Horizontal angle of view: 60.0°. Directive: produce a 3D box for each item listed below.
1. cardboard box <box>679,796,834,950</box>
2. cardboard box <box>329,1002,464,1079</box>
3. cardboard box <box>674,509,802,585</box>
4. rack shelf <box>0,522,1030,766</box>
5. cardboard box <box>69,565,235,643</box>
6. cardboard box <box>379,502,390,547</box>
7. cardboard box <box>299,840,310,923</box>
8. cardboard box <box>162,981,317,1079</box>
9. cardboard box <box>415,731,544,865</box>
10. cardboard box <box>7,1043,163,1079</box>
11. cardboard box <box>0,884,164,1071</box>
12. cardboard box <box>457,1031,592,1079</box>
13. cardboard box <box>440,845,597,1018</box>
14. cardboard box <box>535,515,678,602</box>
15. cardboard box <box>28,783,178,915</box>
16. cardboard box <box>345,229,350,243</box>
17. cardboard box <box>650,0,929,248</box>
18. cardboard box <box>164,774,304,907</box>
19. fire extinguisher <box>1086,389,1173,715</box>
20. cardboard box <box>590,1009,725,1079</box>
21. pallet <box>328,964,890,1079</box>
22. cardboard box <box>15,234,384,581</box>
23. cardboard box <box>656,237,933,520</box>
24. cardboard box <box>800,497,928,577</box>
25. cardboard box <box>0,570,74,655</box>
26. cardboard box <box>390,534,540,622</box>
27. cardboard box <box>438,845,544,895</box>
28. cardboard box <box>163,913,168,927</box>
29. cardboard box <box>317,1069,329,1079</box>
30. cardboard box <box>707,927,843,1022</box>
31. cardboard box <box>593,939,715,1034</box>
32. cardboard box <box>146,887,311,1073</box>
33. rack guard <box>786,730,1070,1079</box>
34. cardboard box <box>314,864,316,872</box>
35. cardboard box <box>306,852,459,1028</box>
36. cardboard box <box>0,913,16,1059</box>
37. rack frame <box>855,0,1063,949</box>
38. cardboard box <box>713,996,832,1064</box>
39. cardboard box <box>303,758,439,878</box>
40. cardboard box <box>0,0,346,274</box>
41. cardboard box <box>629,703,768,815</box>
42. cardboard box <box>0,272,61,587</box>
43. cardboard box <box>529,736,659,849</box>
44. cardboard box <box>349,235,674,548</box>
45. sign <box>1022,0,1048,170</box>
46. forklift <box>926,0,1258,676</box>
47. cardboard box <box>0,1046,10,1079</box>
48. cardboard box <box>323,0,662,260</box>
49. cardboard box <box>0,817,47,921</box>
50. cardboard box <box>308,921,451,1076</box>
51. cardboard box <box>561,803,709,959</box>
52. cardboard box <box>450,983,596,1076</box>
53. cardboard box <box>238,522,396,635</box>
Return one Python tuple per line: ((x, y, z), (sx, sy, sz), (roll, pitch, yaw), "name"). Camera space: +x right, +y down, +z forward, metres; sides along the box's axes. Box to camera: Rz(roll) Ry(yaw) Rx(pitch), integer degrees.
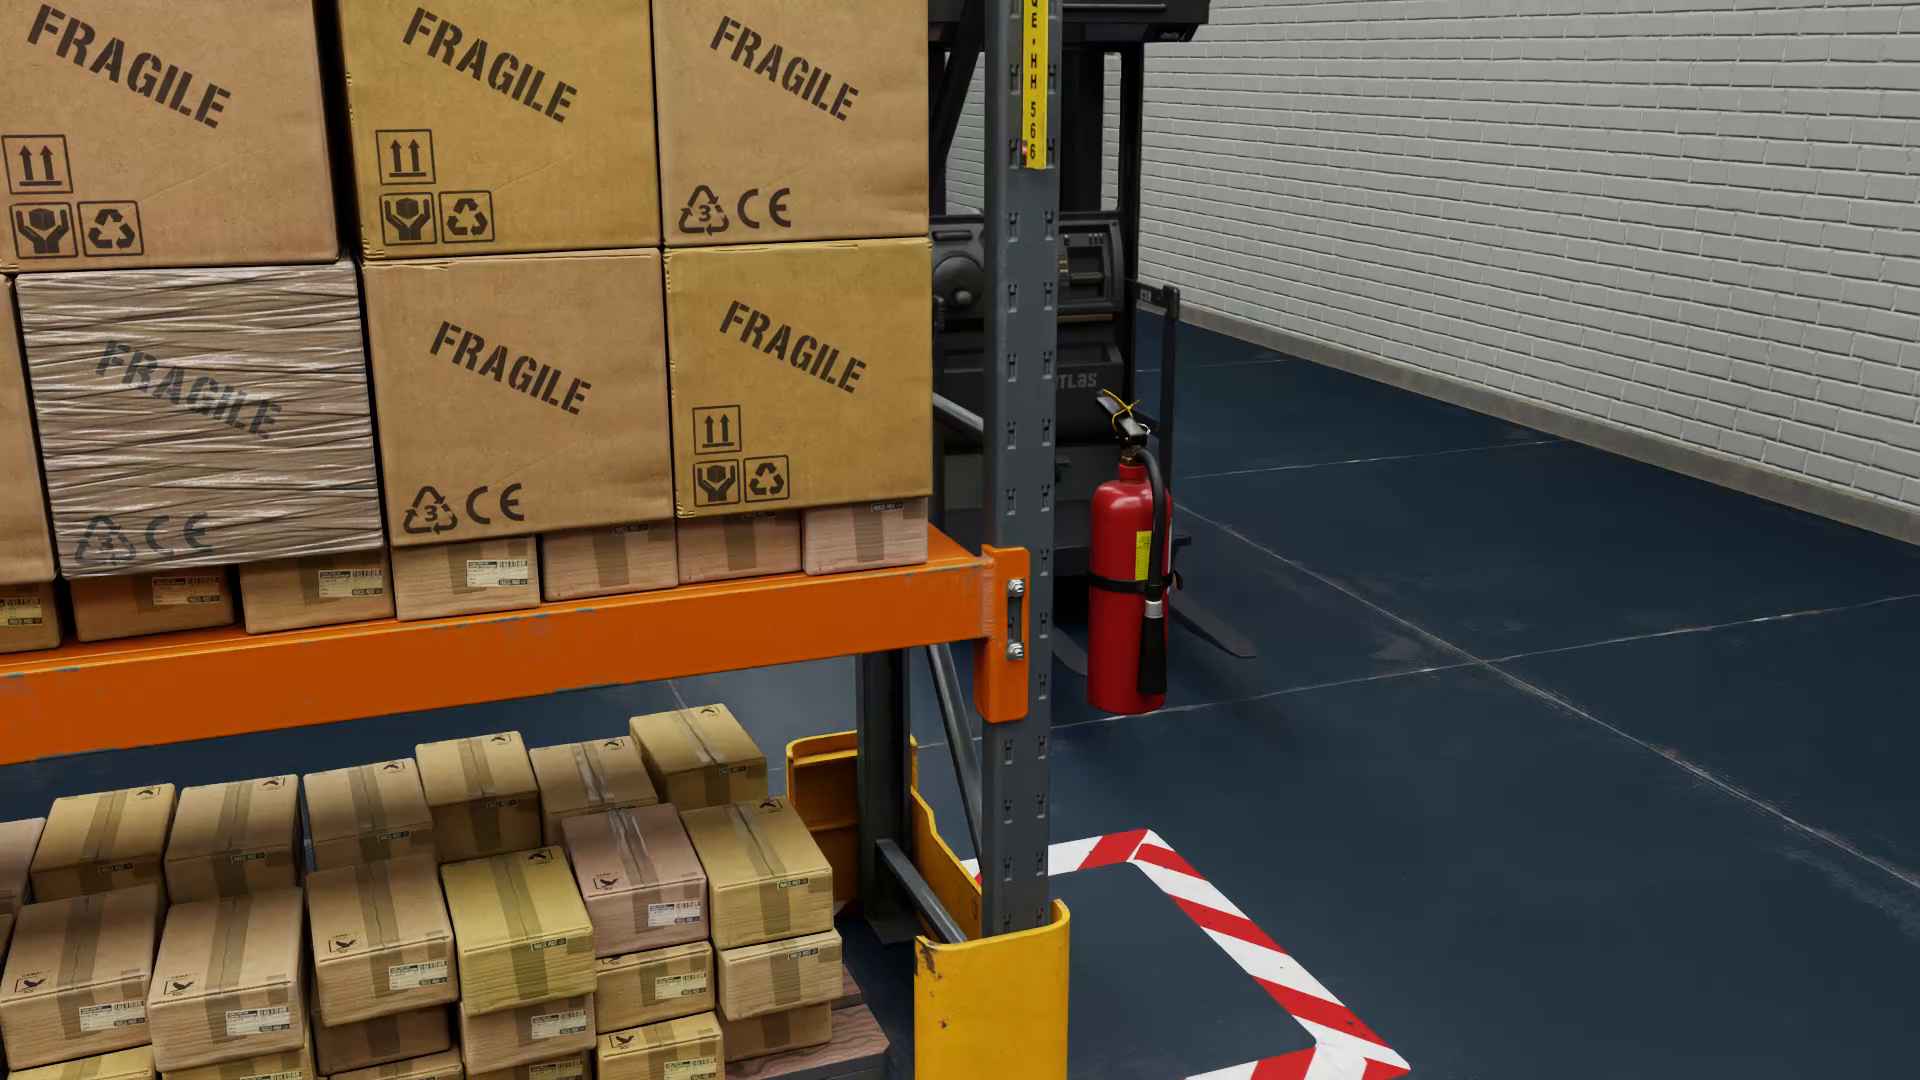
((-0.446, 0.713, 3.604), (0.250, 0.149, 0.380), (-6, 17, -19), "cardboard box")
((-1.167, 1.072, 3.440), (0.250, 0.149, 0.380), (-6, 17, -20), "cardboard box")
((-0.492, -0.045, 3.373), (0.250, 0.149, 0.380), (-6, 17, -20), "cardboard box")
((-1.910, 0.259, 3.169), (4.000, 0.370, 1.077), (-6, 17, -20), "rack shelf")
((-1.480, 0.047, 3.061), (0.250, 0.149, 0.380), (-7, 18, -22), "cardboard box")
((-1.149, -0.109, 3.591), (0.250, 0.149, 0.380), (-5, 17, -17), "cardboard box")
((-1.589, 0.831, 3.731), (0.250, 0.149, 0.380), (-7, 18, -23), "cardboard box")
((-1.397, 0.973, 3.249), (0.250, 0.149, 0.380), (-6, 17, -19), "cardboard box")
((-1.149, 0.608, 3.963), (0.250, 0.149, 0.380), (-6, 17, -20), "cardboard box")
((-1.643, 0.994, 3.177), (0.250, 0.149, 0.380), (-5, 17, -17), "cardboard box")
((-1.679, 0.832, 3.201), (0.250, 0.149, 0.380), (-7, 18, -22), "cardboard box")
((-0.941, 1.043, 3.537), (0.250, 0.149, 0.380), (-6, 17, -20), "cardboard box")
((-0.898, 0.783, 3.367), (0.250, 0.149, 0.380), (-7, 18, -21), "cardboard box")
((-0.720, -0.015, 3.273), (0.250, 0.149, 0.380), (-6, 18, -21), "cardboard box")
((-1.875, 0.695, 3.668), (0.250, 0.149, 0.380), (-6, 17, -19), "cardboard box")
((-1.052, -0.445, 3.585), (0.500, 0.500, 0.500), (-6, 17, -20), "cardboard box")
((-0.381, -0.847, 3.177), (0.500, 0.500, 0.500), (-7, 18, -21), "cardboard box")
((-1.613, 0.680, 3.717), (0.250, 0.149, 0.380), (-5, 17, -18), "cardboard box")
((0.358, 0.024, 3.491), (0.183, 0.674, 0.296), (-6, 17, -20), "fire extinguisher")
((-0.664, 1.039, 3.550), (0.250, 0.149, 0.380), (-6, 17, -18), "cardboard box")
((-0.885, 1.131, 3.874), (1.213, 0.211, 1.003), (-6, 17, -20), "pallet")
((-1.323, -0.261, 2.958), (0.500, 0.500, 0.500), (-6, 17, -20), "cardboard box")
((-0.370, -0.365, 3.313), (0.500, 0.500, 0.500), (-6, 17, -19), "cardboard box")
((-0.246, -0.060, 3.424), (0.250, 0.149, 0.380), (-6, 17, -20), "cardboard box")
((-1.722, 0.078, 2.955), (0.250, 0.149, 0.380), (-6, 17, -19), "cardboard box")
((-0.950, 0.016, 3.165), (0.250, 0.149, 0.380), (-6, 17, -19), "cardboard box")
((-1.097, 0.782, 3.898), (0.250, 0.149, 0.380), (-6, 17, -19), "cardboard box")
((-1.827, 0.869, 3.601), (0.250, 0.149, 0.380), (-5, 17, -17), "cardboard box")
((-1.383, 1.114, 3.296), (0.250, 0.149, 0.380), (-7, 18, -23), "cardboard box")
((-0.433, 0.864, 3.618), (0.250, 0.149, 0.380), (-7, 18, -22), "cardboard box")
((-0.697, 0.876, 3.576), (0.250, 0.149, 0.380), (-7, 18, -21), "cardboard box")
((-1.393, 0.834, 3.192), (0.250, 0.149, 0.380), (-5, 17, -18), "cardboard box")
((-0.114, 0.919, 4.080), (0.348, 0.500, 1.175), (-6, 17, -20), "rack guard")
((-1.375, 0.779, 3.907), (0.250, 0.149, 0.380), (-6, 17, -18), "cardboard box")
((-1.162, 0.792, 3.334), (0.250, 0.149, 0.380), (-7, 18, -22), "cardboard box")
((-1.914, 0.865, 3.086), (0.250, 0.149, 0.380), (-6, 17, -20), "cardboard box")
((-0.043, -0.288, 3.754), (0.127, 3.000, 1.000), (-6, 17, -20), "rack frame")
((-0.460, 0.987, 3.729), (0.250, 0.149, 0.380), (-6, 17, -19), "cardboard box")
((-1.351, 0.655, 3.804), (0.250, 0.149, 0.380), (-7, 18, -23), "cardboard box")
((-1.337, -0.741, 2.817), (0.500, 0.500, 0.500), (-5, 17, -17), "cardboard box")
((-0.654, 0.557, 4.137), (0.250, 0.149, 0.380), (-7, 18, -23), "cardboard box")
((-1.792, -0.214, 2.796), (0.500, 0.500, 0.500), (-5, 17, -17), "cardboard box")
((-0.868, 0.616, 3.935), (0.250, 0.149, 0.380), (-6, 17, -19), "cardboard box")
((-0.853, -0.315, 3.141), (0.500, 0.500, 0.500), (-6, 18, -21), "cardboard box")
((0.137, -0.847, 3.042), (0.005, 0.325, 0.100), (-6, 17, -20), "sign")
((0.311, -1.164, 6.860), (1.130, 2.935, 3.031), (-5, 17, -16), "forklift")
((-1.890, 1.029, 3.058), (0.250, 0.149, 0.380), (-6, 17, -20), "cardboard box")
((-0.854, -0.795, 3.003), (0.500, 0.500, 0.500), (-7, 18, -22), "cardboard box")
((-2.076, 0.745, 3.496), (0.250, 0.149, 0.380), (-6, 17, -20), "cardboard box")
((-1.206, 0.917, 3.438), (0.250, 0.149, 0.380), (-6, 18, -21), "cardboard box")
((-0.702, 0.724, 3.569), (0.250, 0.149, 0.380), (-6, 17, -19), "cardboard box")
((-0.918, 0.917, 3.438), (0.250, 0.149, 0.380), (-7, 18, -22), "cardboard box")
((-1.207, 0.035, 3.100), (0.250, 0.149, 0.380), (-7, 18, -23), "cardboard box")
